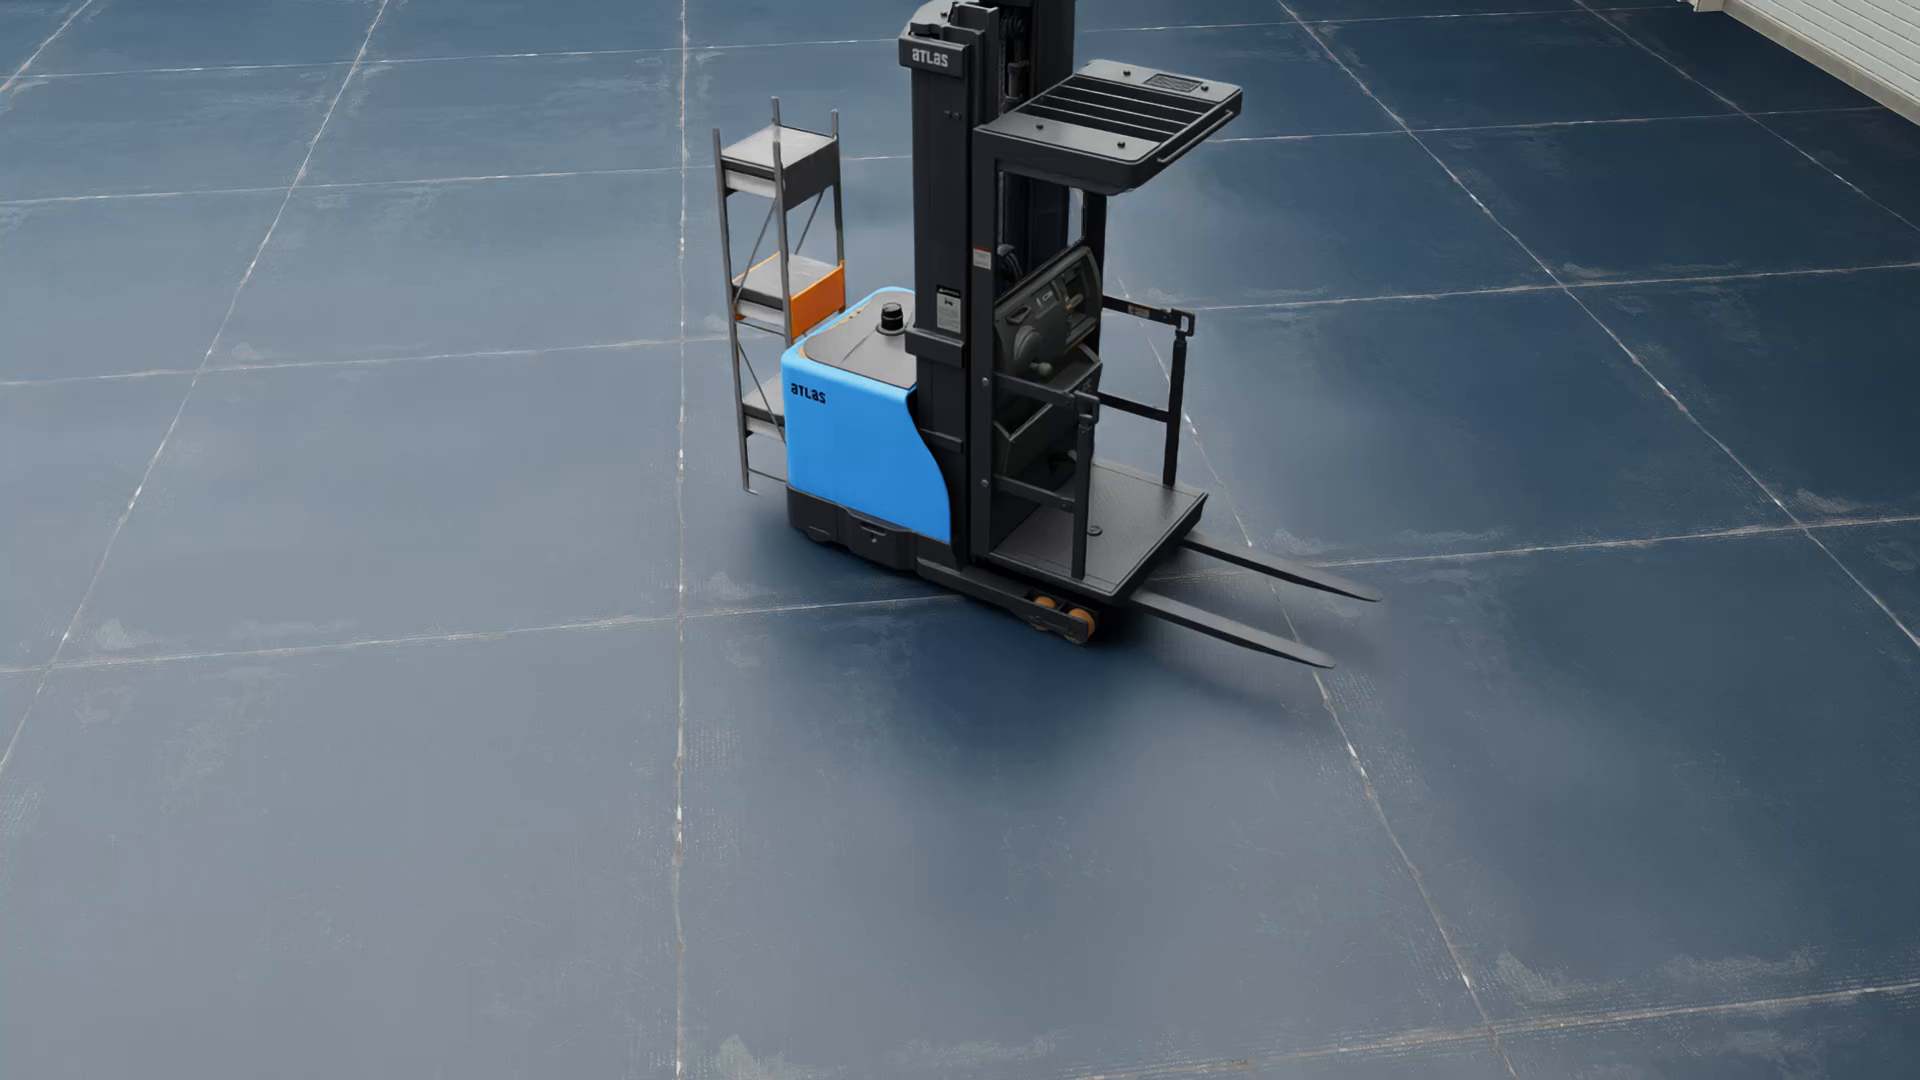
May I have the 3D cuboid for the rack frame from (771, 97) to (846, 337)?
[{"bbox_3d":[-0.783,-1.326,8.960,0.400,2.100,0.015,19,38,25],"label":"rack frame"}]

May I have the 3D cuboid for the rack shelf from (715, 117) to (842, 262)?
[{"bbox_3d":[-0.909,-1.775,8.400,0.431,0.518,0.480,19,38,25],"label":"rack shelf"}]

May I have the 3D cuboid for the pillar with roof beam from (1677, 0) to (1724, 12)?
[{"bbox_3d":[3.221,-8.799,13.799,9.100,9.000,0.400,-4,35,-6],"label":"pillar with roof beam"}]

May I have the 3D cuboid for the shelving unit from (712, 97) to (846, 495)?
[{"bbox_3d":[-0.909,-1.208,8.787,0.431,2.100,0.503,19,38,25],"label":"shelving unit"}]

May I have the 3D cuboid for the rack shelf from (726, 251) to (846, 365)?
[{"bbox_3d":[-0.909,-1.197,8.795,0.431,0.518,0.480,19,38,25],"label":"rack shelf"}]

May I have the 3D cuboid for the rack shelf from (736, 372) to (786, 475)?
[{"bbox_3d":[-0.909,-0.618,9.189,0.431,0.518,0.480,19,38,25],"label":"rack shelf"}]

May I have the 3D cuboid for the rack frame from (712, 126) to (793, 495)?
[{"bbox_3d":[-1.035,-1.090,8.614,0.400,2.100,0.015,19,38,25],"label":"rack frame"}]

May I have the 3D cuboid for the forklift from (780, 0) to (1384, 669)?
[{"bbox_3d":[0.602,-1.049,7.815,3.031,2.935,1.130,19,39,26],"label":"forklift"}]
